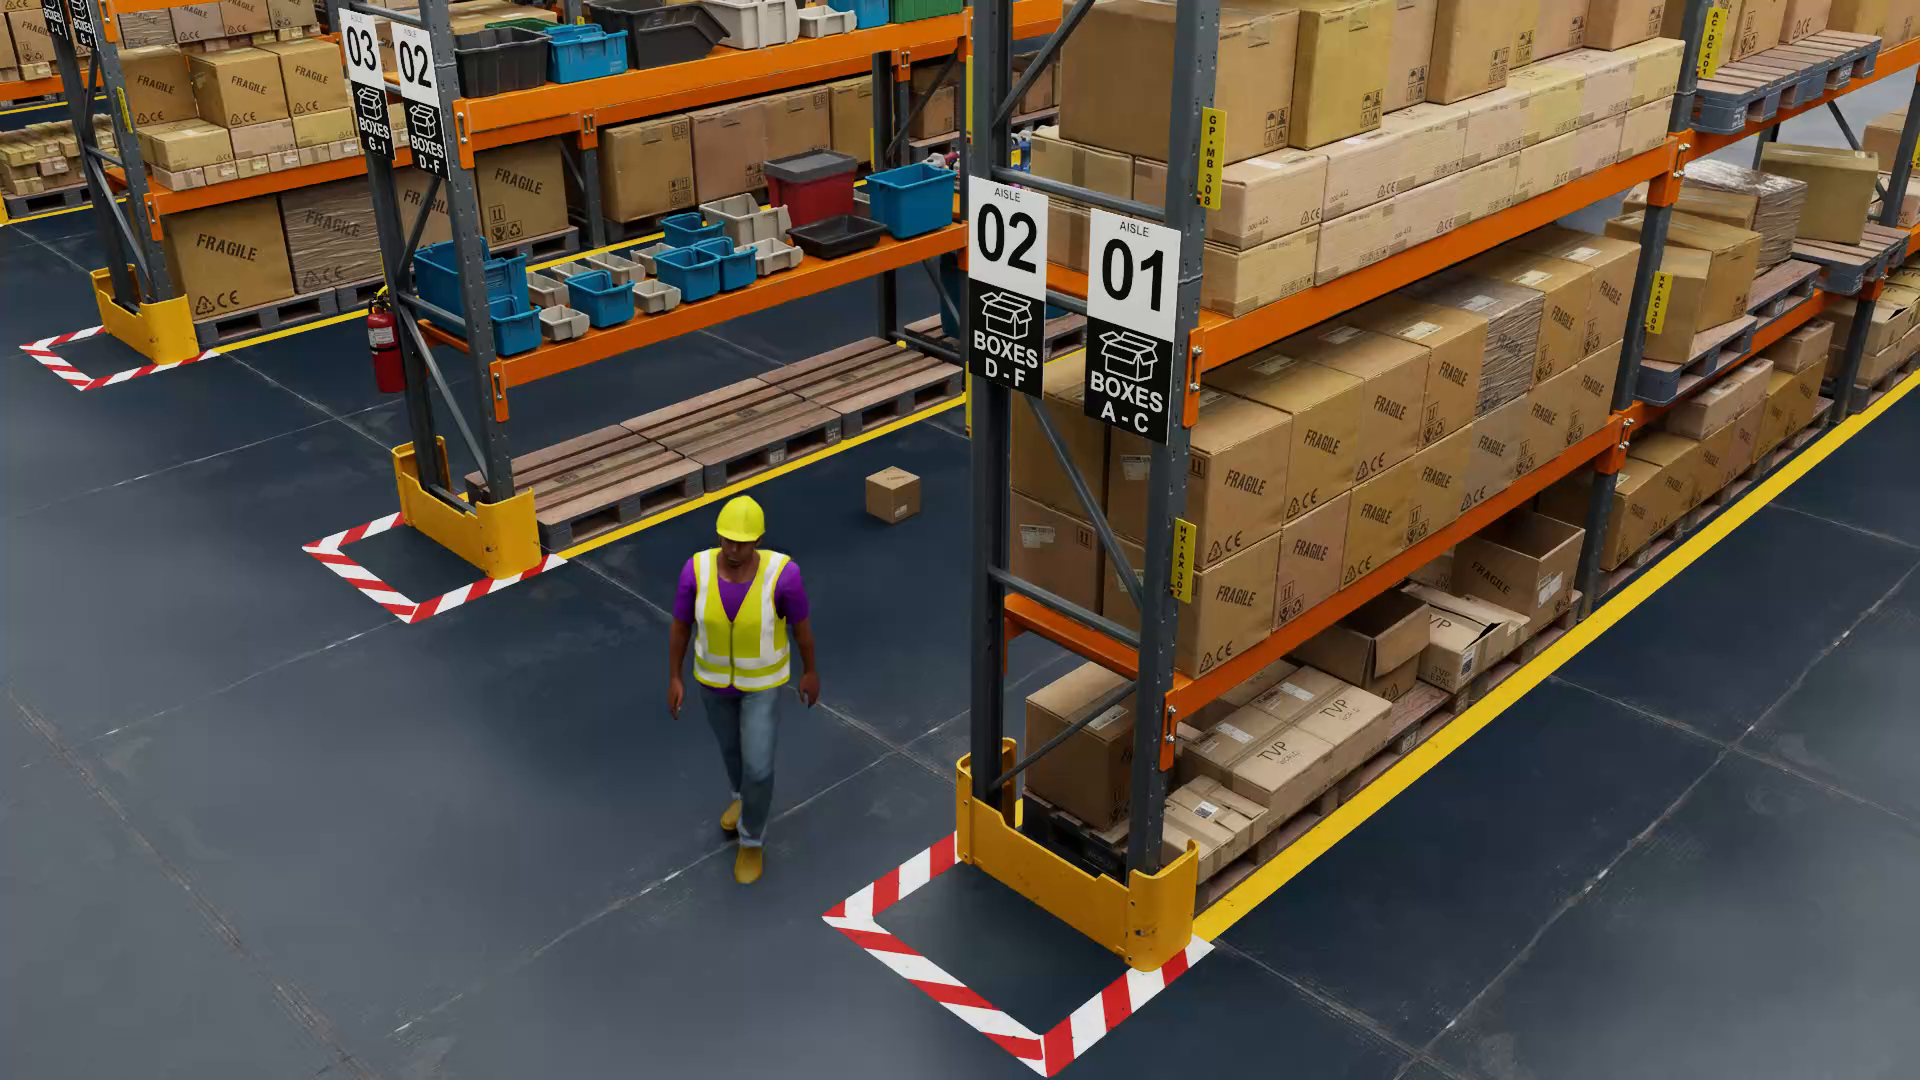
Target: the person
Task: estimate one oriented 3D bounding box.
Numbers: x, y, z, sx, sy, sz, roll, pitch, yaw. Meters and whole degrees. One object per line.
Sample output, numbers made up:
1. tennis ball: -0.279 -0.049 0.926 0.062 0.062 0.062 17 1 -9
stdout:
1. person: -0.970 0.649 7.389 0.637 1.817 0.621 5 28 9
